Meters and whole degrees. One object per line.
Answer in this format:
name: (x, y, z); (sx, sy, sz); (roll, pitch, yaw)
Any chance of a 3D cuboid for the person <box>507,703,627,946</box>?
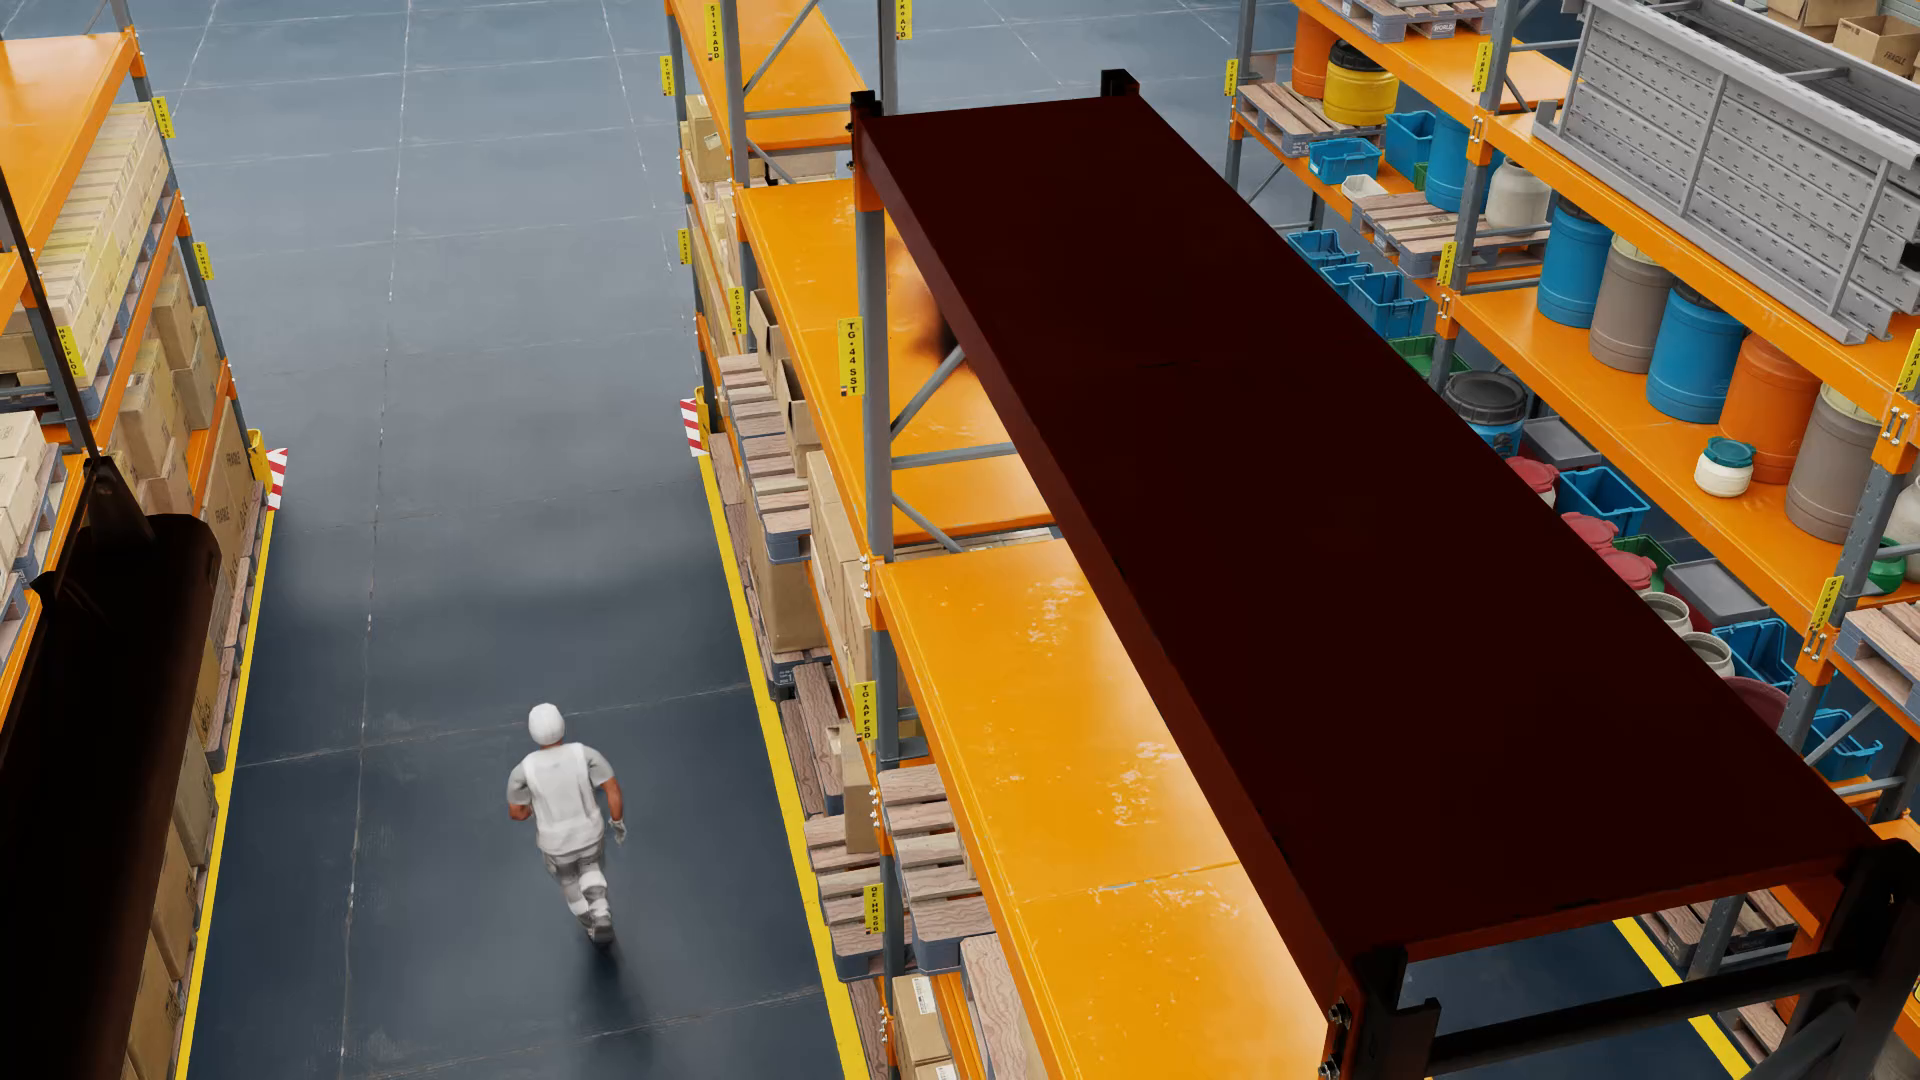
person: (-2.338, 1.779, 9.985); (0.629, 1.709, 0.718); (-18, 38, -25)
